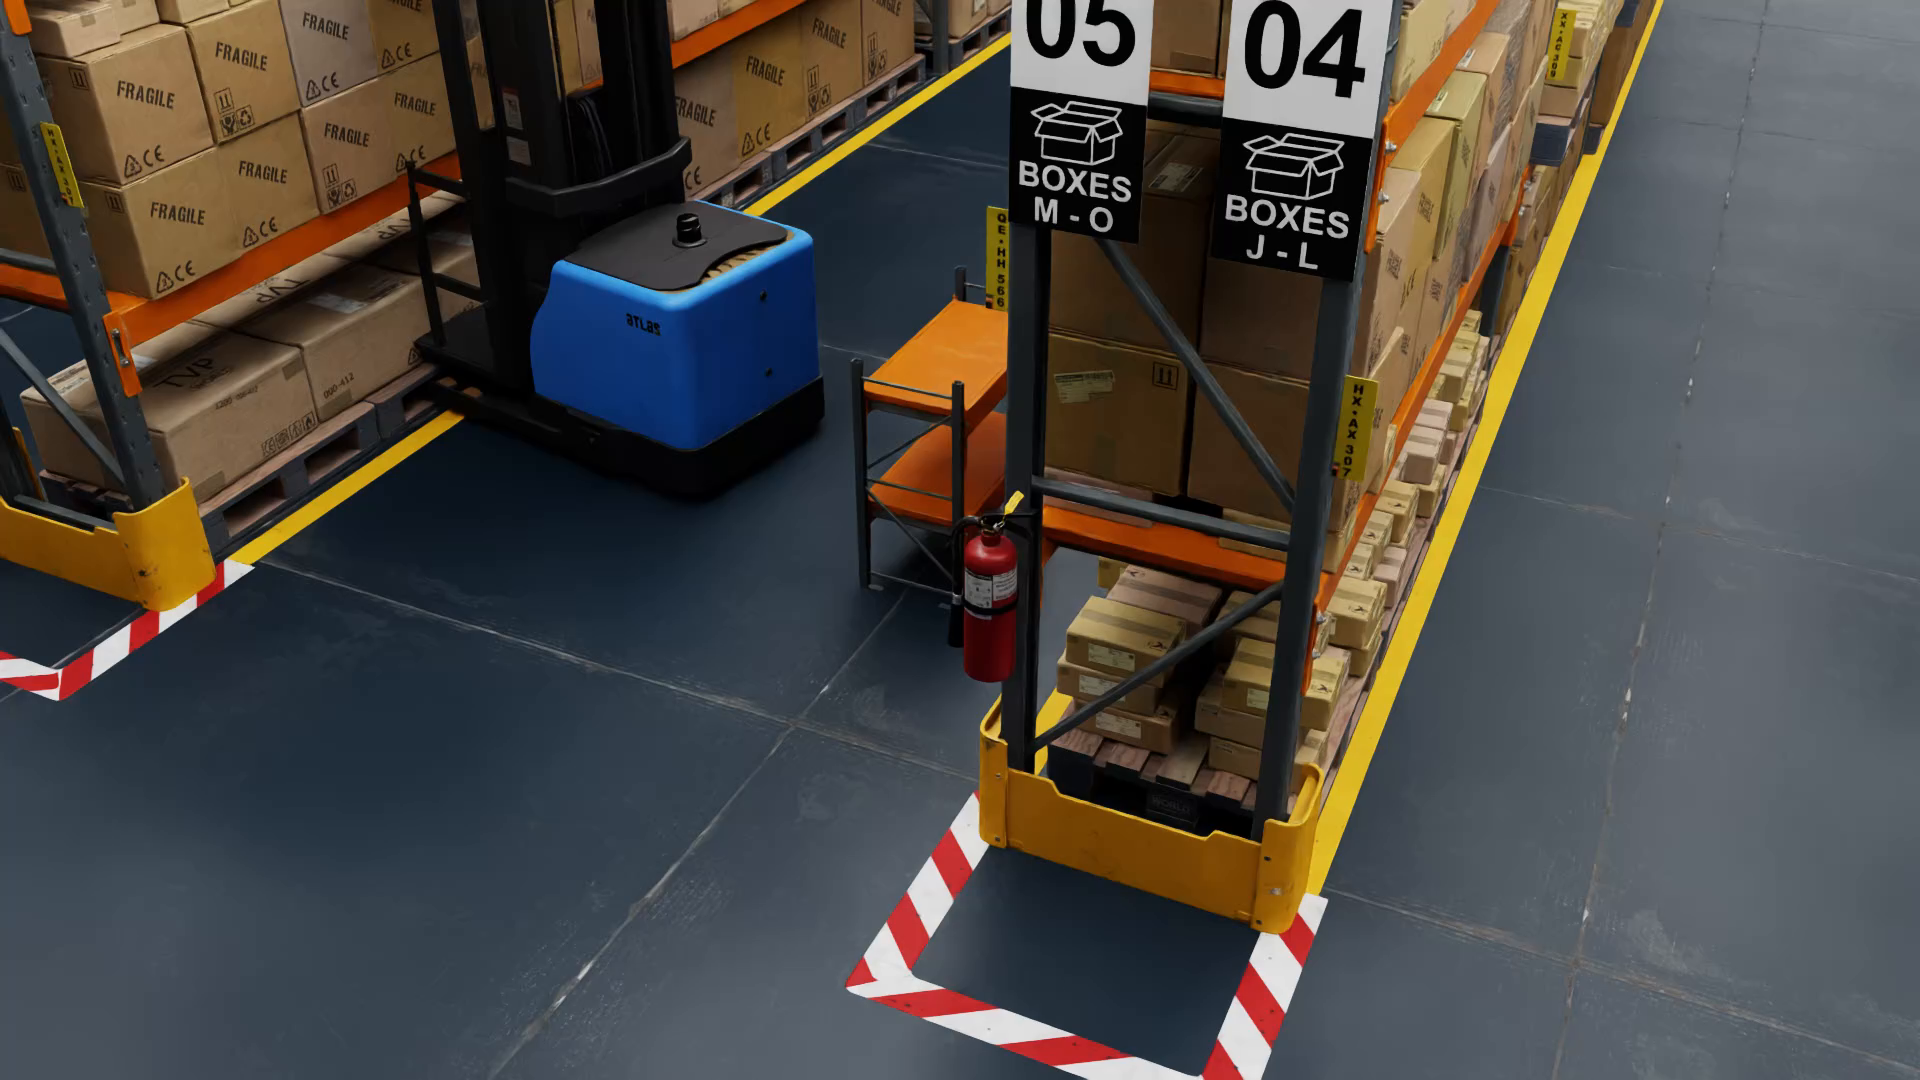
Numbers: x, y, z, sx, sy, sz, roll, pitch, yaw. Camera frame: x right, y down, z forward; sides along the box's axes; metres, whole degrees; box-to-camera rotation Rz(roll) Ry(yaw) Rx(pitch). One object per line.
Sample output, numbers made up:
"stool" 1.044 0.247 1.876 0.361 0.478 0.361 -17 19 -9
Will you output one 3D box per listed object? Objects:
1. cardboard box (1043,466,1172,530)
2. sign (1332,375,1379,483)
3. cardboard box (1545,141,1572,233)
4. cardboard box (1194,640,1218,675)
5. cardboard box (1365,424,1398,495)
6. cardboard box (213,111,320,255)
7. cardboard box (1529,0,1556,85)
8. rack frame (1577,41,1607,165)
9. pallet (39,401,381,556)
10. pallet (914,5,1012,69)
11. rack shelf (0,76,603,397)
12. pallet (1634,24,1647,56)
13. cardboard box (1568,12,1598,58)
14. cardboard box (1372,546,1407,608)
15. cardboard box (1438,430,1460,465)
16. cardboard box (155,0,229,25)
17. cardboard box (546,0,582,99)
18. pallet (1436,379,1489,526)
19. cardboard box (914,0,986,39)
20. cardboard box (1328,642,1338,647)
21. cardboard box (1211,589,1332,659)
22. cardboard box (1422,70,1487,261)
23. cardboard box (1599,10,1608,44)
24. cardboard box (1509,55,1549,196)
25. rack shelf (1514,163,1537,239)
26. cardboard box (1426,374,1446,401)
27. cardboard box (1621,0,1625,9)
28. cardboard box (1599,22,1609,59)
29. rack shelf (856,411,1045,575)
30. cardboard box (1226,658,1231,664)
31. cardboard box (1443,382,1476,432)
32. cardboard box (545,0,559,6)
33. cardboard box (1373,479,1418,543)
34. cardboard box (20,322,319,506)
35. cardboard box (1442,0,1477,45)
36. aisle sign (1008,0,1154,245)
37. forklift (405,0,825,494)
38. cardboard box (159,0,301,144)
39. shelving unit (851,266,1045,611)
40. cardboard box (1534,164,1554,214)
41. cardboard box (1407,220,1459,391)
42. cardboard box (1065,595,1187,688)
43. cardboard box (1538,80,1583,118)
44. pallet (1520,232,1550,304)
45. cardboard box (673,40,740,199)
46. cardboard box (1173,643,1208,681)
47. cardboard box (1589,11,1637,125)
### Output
"cardboard box" 0.499 -0.197 5.543 0.380 0.149 0.250 14 36 21
"sign" 1.113 -0.312 4.701 0.100 0.325 0.005 14 36 20
"cardboard box" 3.502 -2.276 10.383 0.500 0.500 0.500 13 35 18
"cardboard box" 0.855 0.369 6.669 0.380 0.149 0.250 14 36 20
"cardboard box" 1.283 -0.313 5.722 0.380 0.149 0.250 13 35 19
"cardboard box" -3.271 -1.633 7.414 0.500 0.500 0.500 14 36 20
"cardboard box" 2.342 -2.355 7.331 0.500 0.500 0.500 13 35 19
"rack frame" 3.967 -4.059 11.204 1.000 3.000 0.127 14 36 20
"pallet" -3.655 -0.410 8.182 1.003 0.211 1.213 14 36 20
"pallet" -0.243 -4.367 14.217 1.003 0.211 1.213 14 36 20
"rack shelf" -3.082 -1.855 8.499 1.077 0.370 4.000 14 36 20
"pallet" 5.386 -4.483 14.395 1.003 0.211 1.213 14 36 20
"cardboard box" 2.876 -2.477 8.095 0.380 0.149 0.250 16 37 23
"cardboard box" 1.672 0.125 7.041 0.380 0.149 0.250 12 35 18
"cardboard box" 2.202 -0.520 8.024 0.380 0.149 0.250 13 35 19
"cardboard box" -3.261 -2.254 6.858 0.380 0.149 0.250 15 36 22
"cardboard box" -2.417 -2.646 8.959 0.500 0.500 0.500 13 36 19
"pallet" 2.044 -0.558 8.408 1.003 0.211 1.213 14 36 20
"cardboard box" -0.326 -4.500 13.890 0.950 0.372 0.625 12 35 17
"cardboard box" 1.260 0.350 6.426 0.380 0.149 0.250 15 36 21
"cardboard box" 1.154 0.345 6.162 0.380 0.149 0.250 15 36 21
"cardboard box" 1.492 -1.328 5.766 0.500 0.500 0.500 13 36 19
"cardboard box" 3.198 -2.740 8.768 0.380 0.149 0.250 13 35 18
"cardboard box" 2.347 -1.927 7.591 0.500 0.500 0.500 14 36 21
"rack shelf" 3.130 -2.762 9.882 1.077 0.370 4.000 14 36 20
"cardboard box" 2.033 -0.689 7.739 0.380 0.149 0.250 15 36 22
"cardboard box" 3.746 -3.269 9.846 0.380 0.149 0.250 13 35 18
"cardboard box" 3.307 -2.742 9.043 0.380 0.149 0.250 13 35 18
"rack shelf" -0.003 -0.263 7.570 0.538 0.278 1.000 14 36 20
"cardboard box" 1.165 0.606 6.308 0.380 0.149 0.250 14 36 20
"cardboard box" 2.252 -0.669 7.981 0.380 0.149 0.250 13 35 19
"cardboard box" -2.411 -3.063 8.682 0.500 0.500 0.500 14 36 20
"cardboard box" 1.680 -0.150 6.917 0.380 0.149 0.250 15 36 21
"cardboard box" -3.733 -0.615 7.907 0.875 0.438 0.875 13 35 19
"cardboard box" 1.264 -1.692 4.997 0.500 0.250 0.500 15 36 22
"aisle sign" 0.317 -1.194 4.465 0.394 0.787 0.004 14 36 20
"forklift" -2.196 -2.073 8.238 3.031 2.935 1.130 21 39 29
"cardboard box" -3.249 -2.052 7.141 0.500 0.500 0.500 13 35 19
"shelving unit" -0.003 -0.467 7.436 0.538 1.125 1.048 14 36 20
"cardboard box" 3.063 -2.084 9.405 0.500 0.250 0.500 15 36 22
"cardboard box" 1.476 -0.914 6.046 0.500 0.500 0.500 15 36 21
"cardboard box" 0.611 0.372 6.122 0.380 0.149 0.250 15 36 21
"cardboard box" 2.876 -2.228 8.258 0.380 0.149 0.250 12 35 18
"pallet" 3.127 -1.898 10.453 1.003 0.211 1.213 14 36 20
"cardboard box" -2.058 -2.766 10.788 0.875 0.875 0.875 15 36 22
"cardboard box" 0.740 0.372 6.393 0.380 0.149 0.250 13 36 19
"cardboard box" 4.303 -3.576 12.137 1.050 0.750 0.750 14 36 20
